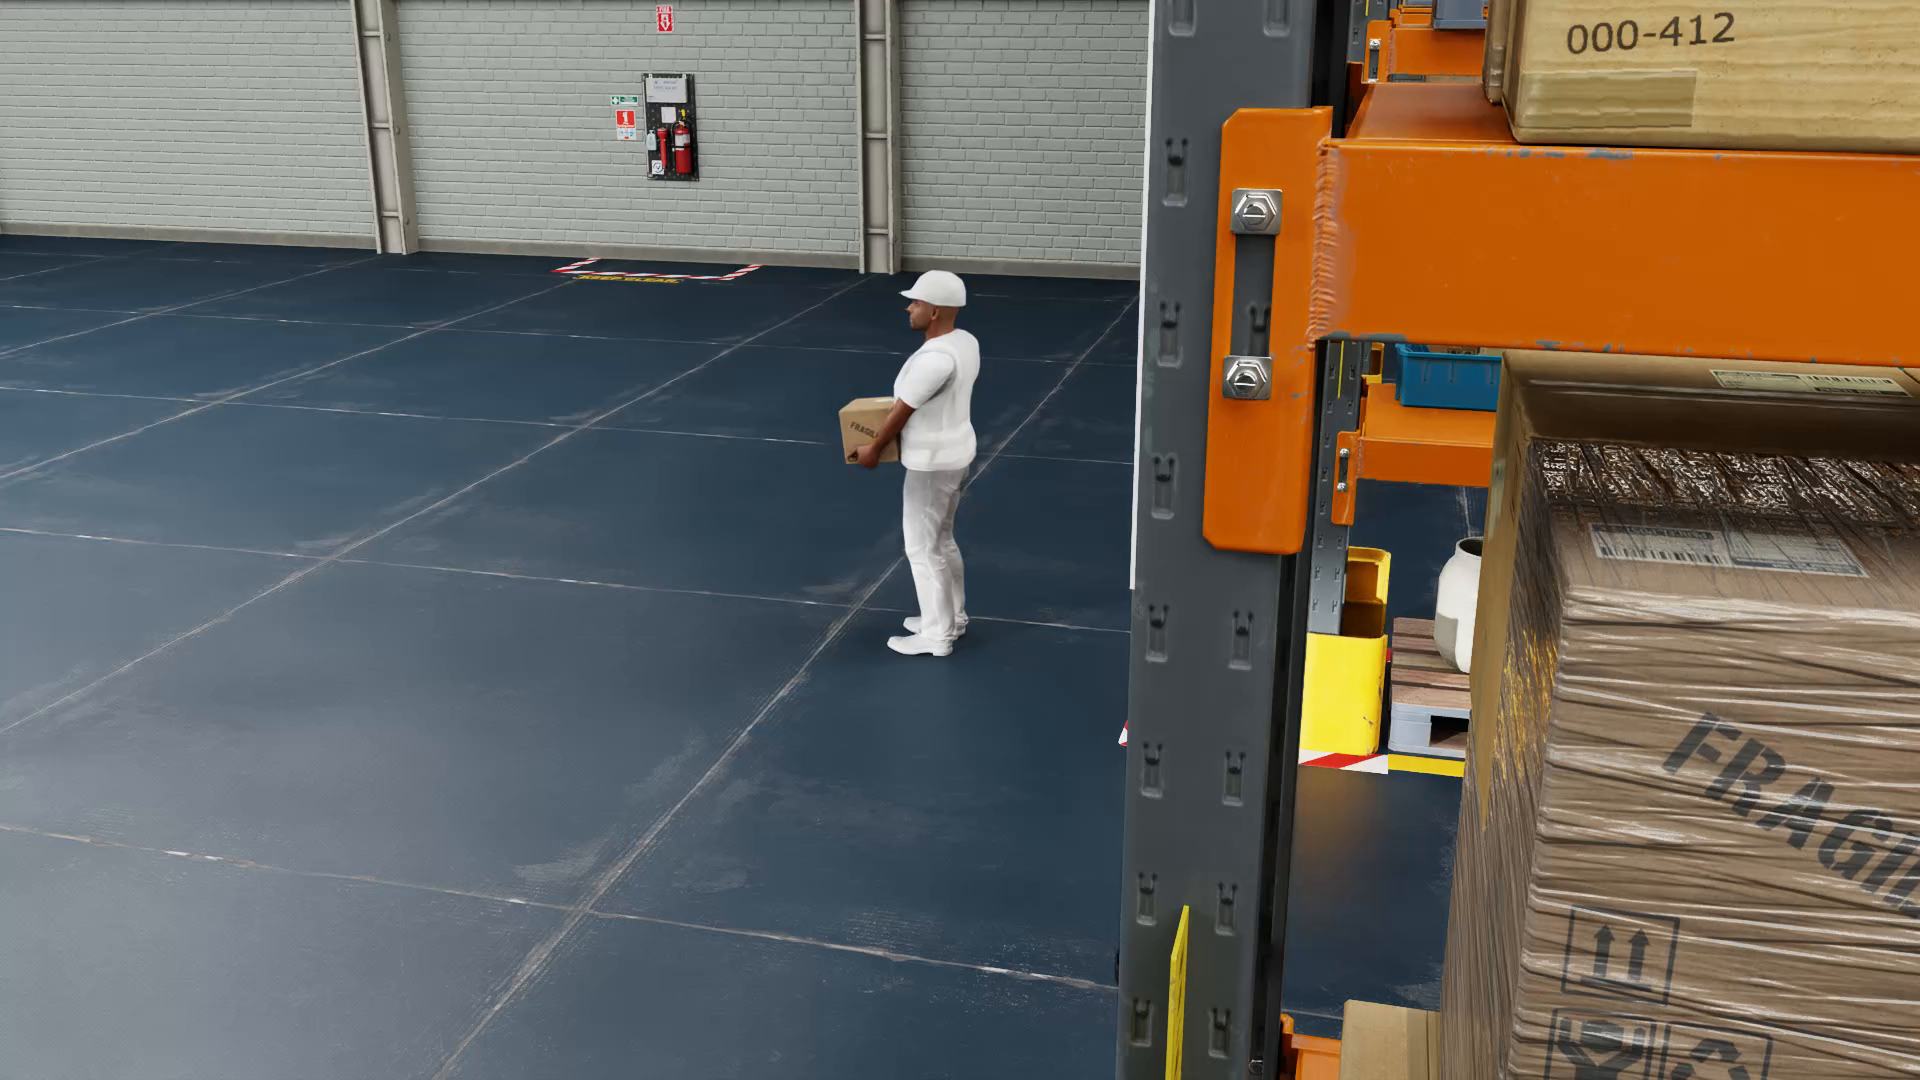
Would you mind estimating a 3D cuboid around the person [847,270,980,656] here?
[{"bbox_3d":[-0.214,-0.356,7.608,0.559,1.763,0.505,5,19,13],"label":"person"}]
